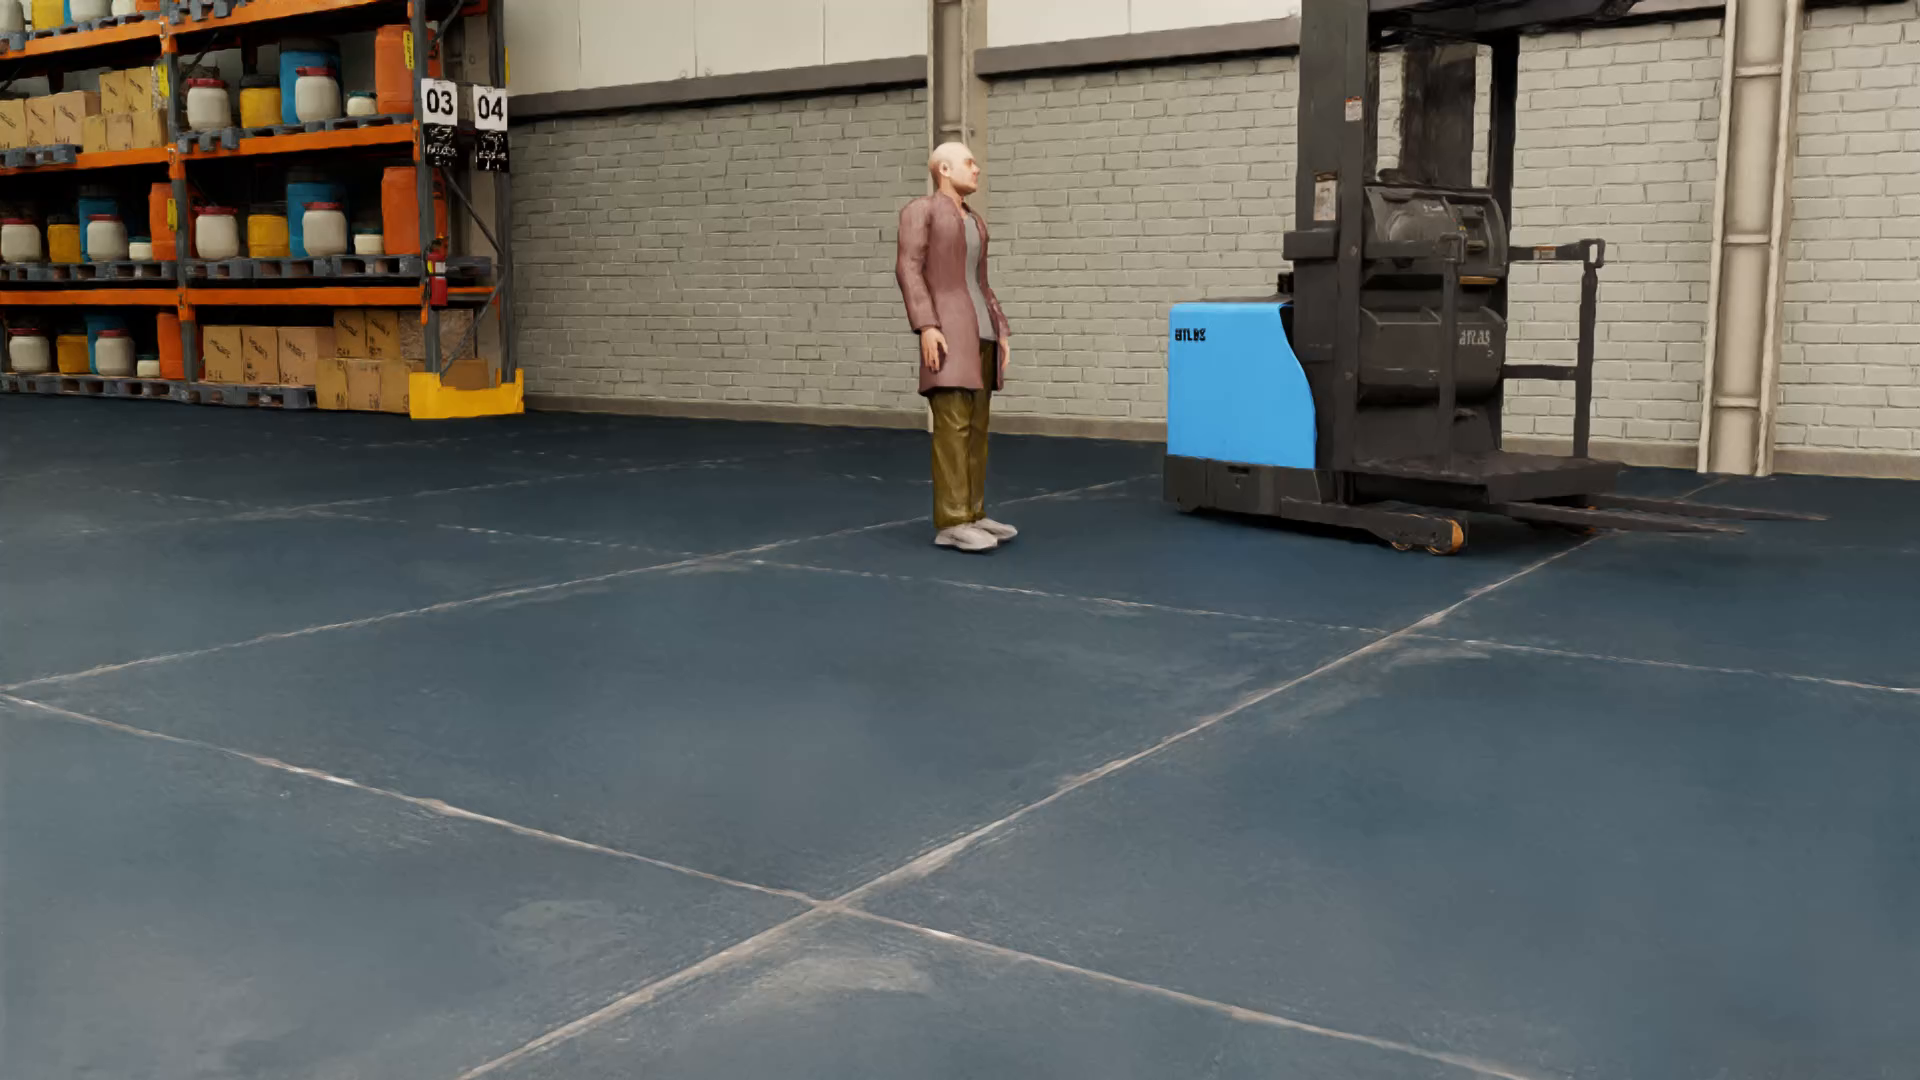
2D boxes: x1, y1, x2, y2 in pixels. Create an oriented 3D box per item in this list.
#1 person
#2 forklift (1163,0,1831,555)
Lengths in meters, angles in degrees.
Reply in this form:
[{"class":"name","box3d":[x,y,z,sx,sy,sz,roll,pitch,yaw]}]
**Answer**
[{"class":"person","box3d":[0.073,-0.879,7.423,0.580,1.776,0.694,5,10,34]},{"class":"forklift","box3d":[2.315,-1.461,7.468,1.130,2.935,3.031,-6,10,-36]}]
